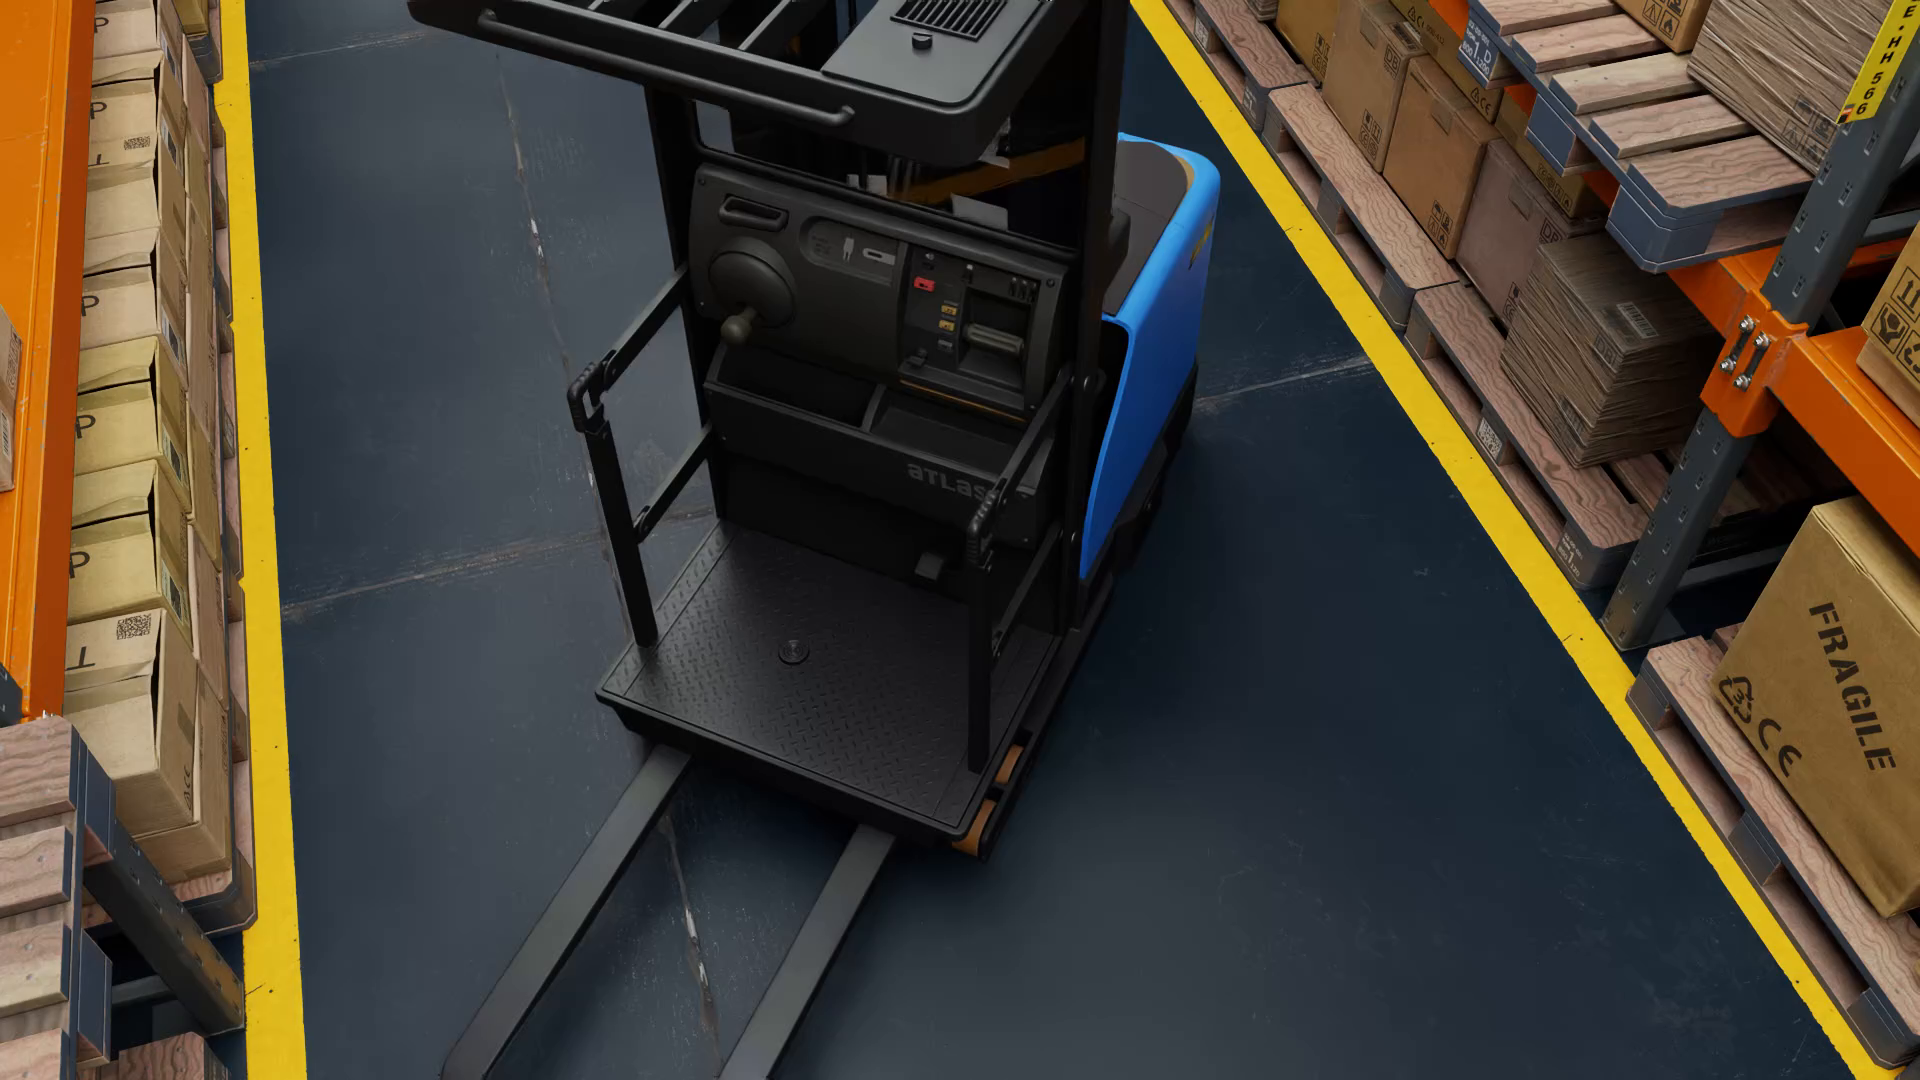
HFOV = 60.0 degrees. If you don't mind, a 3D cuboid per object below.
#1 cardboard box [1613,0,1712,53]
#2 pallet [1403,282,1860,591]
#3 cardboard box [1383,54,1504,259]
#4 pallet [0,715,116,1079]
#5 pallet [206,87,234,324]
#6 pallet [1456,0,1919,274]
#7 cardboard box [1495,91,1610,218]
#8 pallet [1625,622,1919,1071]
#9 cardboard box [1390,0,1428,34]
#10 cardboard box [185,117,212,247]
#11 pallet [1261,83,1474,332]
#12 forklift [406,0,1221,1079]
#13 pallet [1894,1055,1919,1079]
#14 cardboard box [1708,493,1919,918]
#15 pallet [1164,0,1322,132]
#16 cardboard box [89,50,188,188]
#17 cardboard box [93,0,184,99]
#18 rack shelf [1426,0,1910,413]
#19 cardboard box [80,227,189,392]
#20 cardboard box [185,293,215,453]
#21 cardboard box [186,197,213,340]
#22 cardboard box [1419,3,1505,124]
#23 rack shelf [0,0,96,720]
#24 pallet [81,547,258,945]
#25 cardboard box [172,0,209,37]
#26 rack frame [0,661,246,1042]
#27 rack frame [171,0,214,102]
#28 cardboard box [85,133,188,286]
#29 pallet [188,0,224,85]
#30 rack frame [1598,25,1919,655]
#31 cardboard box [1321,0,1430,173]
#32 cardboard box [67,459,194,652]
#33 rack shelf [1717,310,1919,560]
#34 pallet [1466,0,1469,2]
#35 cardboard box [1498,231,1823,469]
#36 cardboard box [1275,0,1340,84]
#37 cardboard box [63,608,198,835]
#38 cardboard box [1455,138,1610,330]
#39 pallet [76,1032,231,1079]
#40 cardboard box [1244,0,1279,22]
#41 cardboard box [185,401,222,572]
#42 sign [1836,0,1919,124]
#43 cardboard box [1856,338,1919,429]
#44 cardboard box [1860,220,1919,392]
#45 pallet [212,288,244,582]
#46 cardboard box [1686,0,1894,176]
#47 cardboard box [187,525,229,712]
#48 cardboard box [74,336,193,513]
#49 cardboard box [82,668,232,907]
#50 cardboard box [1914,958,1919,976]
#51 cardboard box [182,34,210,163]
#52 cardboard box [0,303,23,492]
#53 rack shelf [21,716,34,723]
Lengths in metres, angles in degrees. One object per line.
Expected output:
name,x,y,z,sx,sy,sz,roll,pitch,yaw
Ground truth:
cardboard box,2.089,-1.701,4.369,0.700,0.500,0.500,-18,52,-14
pallet,2.199,-0.456,5.497,1.003,0.211,1.213,-13,51,-11
cardboard box,1.951,-1.393,5.810,0.700,0.500,0.500,-14,51,-11
pallet,-2.035,0.880,2.672,1.213,0.211,1.003,-13,51,-11
pallet,-3.230,-1.155,6.085,1.003,0.211,1.213,-13,51,-11
pallet,2.116,-1.219,4.441,1.213,0.211,1.003,-13,51,-11
cardboard box,2.058,-1.307,5.246,0.500,0.250,0.500,-12,51,-10
pallet,2.590,0.707,4.516,1.003,0.211,1.213,-13,51,-11
cardboard box,1.771,-2.050,5.873,0.500,0.250,0.500,-15,51,-12
cardboard box,-2.938,-1.225,5.844,0.500,0.250,0.500,-14,51,-12
pallet,1.842,-1.346,6.247,1.003,0.211,1.213,-13,51,-11
forklift,-0.297,-0.472,3.731,1.130,2.935,3.031,19,52,15
pallet,2.947,1.597,3.766,1.003,0.211,1.213,-13,51,-11
cardboard box,2.521,0.340,4.133,0.750,0.750,0.750,-14,51,-11
pallet,1.478,-2.239,6.999,1.003,0.211,1.213,-13,51,-11
cardboard box,-2.932,-1.403,5.628,0.500,0.311,0.500,-12,51,-10
cardboard box,-3.091,-1.782,5.947,0.500,0.311,0.500,-13,51,-11
rack shelf,1.837,-2.013,5.456,1.077,0.370,4.000,-13,51,-11
cardboard box,-2.641,-0.670,5.010,0.500,0.311,0.500,-14,51,-11
cardboard box,-2.637,-0.479,5.216,0.500,0.250,0.500,-12,51,-10
cardboard box,-2.786,-0.851,5.529,0.500,0.250,0.500,-12,51,-10
cardboard box,1.901,-1.681,5.562,0.500,0.250,0.500,-14,51,-11
rack shelf,-2.894,-0.890,4.509,1.077,0.370,4.000,-13,51,-11
pallet,-2.508,0.627,4.583,1.003,0.211,1.213,-13,51,-11
cardboard box,-3.333,-2.239,6.700,0.500,0.250,0.500,-13,51,-11
rack frame,-2.302,0.339,3.003,1.000,3.000,0.127,-13,51,-11
rack frame,-3.485,-2.583,5.466,1.000,3.000,0.127,-13,51,-11
cardboard box,-2.786,-1.038,5.320,0.500,0.311,0.500,-13,51,-11
pallet,-3.680,-2.274,7.029,1.003,0.211,1.213,-13,51,-11
rack frame,2.429,-0.784,3.949,1.000,3.000,0.127,-13,51,-11
cardboard box,1.793,-1.760,6.119,0.700,0.500,0.500,-13,51,-11
cardboard box,-2.340,0.078,4.379,0.500,0.311,0.500,-14,51,-12
rack shelf,3.020,0.908,2.993,1.077,0.370,4.000,-13,51,-11
pallet,1.804,-2.159,5.234,1.003,0.211,1.213,-13,51,-11
cardboard box,2.166,-0.634,5.170,0.700,0.500,0.500,-13,51,-10
cardboard box,1.680,-2.142,6.441,0.700,0.500,0.500,-14,51,-12
cardboard box,-2.176,0.460,4.057,0.500,0.311,0.500,-12,51,-10
cardboard box,2.125,-1.037,5.509,0.700,0.500,0.500,-13,51,-11
pallet,-2.117,1.791,3.602,1.003,0.211,1.213,-13,51,-11
cardboard box,1.480,-2.508,6.750,0.700,0.500,0.500,-12,51,-10
cardboard box,-2.485,-0.105,4.900,0.500,0.250,0.500,-15,51,-12
sign,1.913,-1.002,3.428,0.100,0.325,0.005,-13,51,-11
cardboard box,2.305,-0.417,3.791,0.380,0.149,0.250,-14,51,-12
cardboard box,2.328,-0.506,3.442,0.500,0.500,0.500,-12,51,-10
pallet,-2.865,-0.262,5.333,1.003,0.211,1.213,-13,51,-11
cardboard box,2.280,-1.299,4.030,0.700,0.500,0.500,-19,52,-15
cardboard box,-2.326,0.274,4.581,0.500,0.250,0.500,-15,51,-12
cardboard box,-2.488,-0.295,4.694,0.500,0.311,0.500,-15,51,-12
cardboard box,-2.176,0.641,4.272,0.500,0.250,0.500,-13,51,-11
cardboard box,2.774,0.981,3.592,0.750,0.750,0.750,-14,51,-11
cardboard box,-3.085,-1.595,6.156,0.500,0.250,0.500,-14,51,-11
cardboard box,-2.382,-0.330,3.624,0.500,0.311,0.500,-14,51,-11
rack shelf,-1.711,2.031,2.046,1.077,0.370,4.000,-13,51,-11
